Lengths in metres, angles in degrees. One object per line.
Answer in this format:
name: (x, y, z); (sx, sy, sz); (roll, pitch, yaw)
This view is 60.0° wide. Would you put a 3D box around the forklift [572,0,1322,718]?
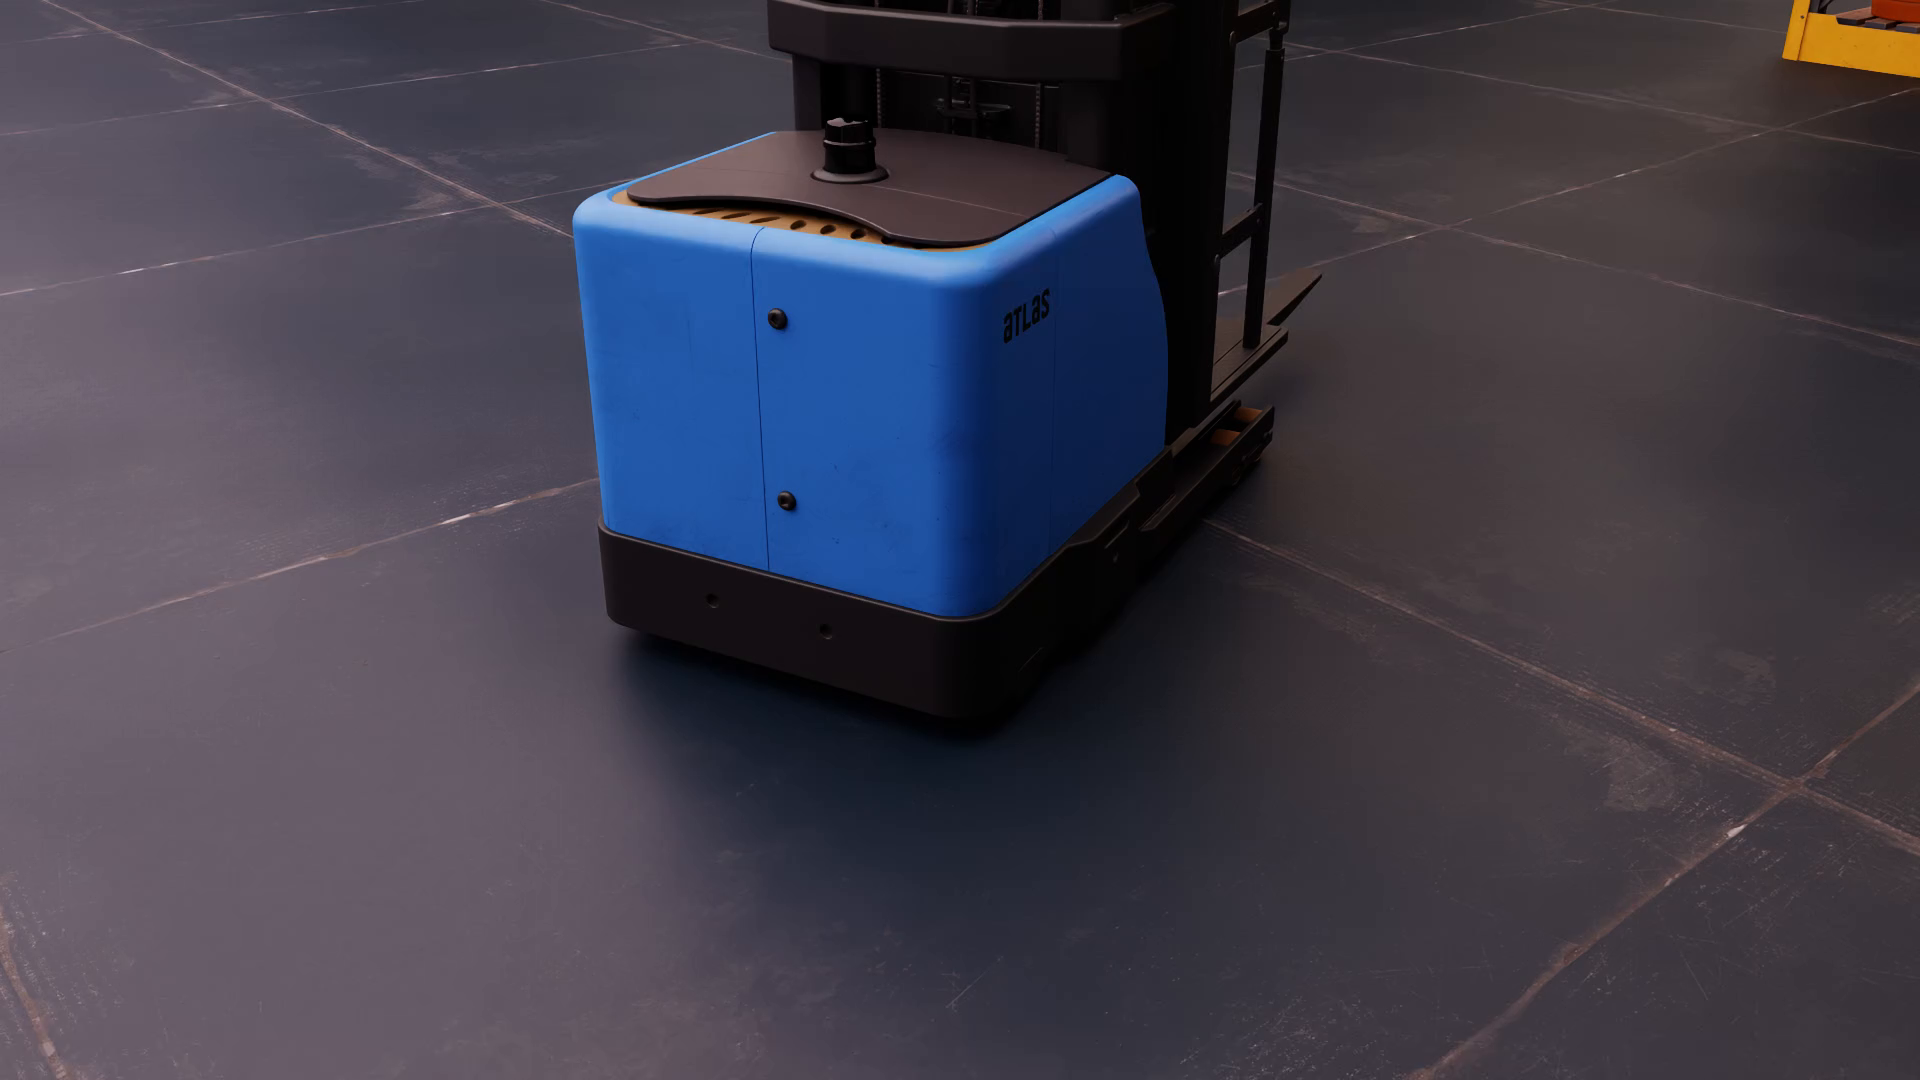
forklift: (0.285, -1.552, 4.331); (1.130, 2.935, 3.031); (13, 29, 25)
